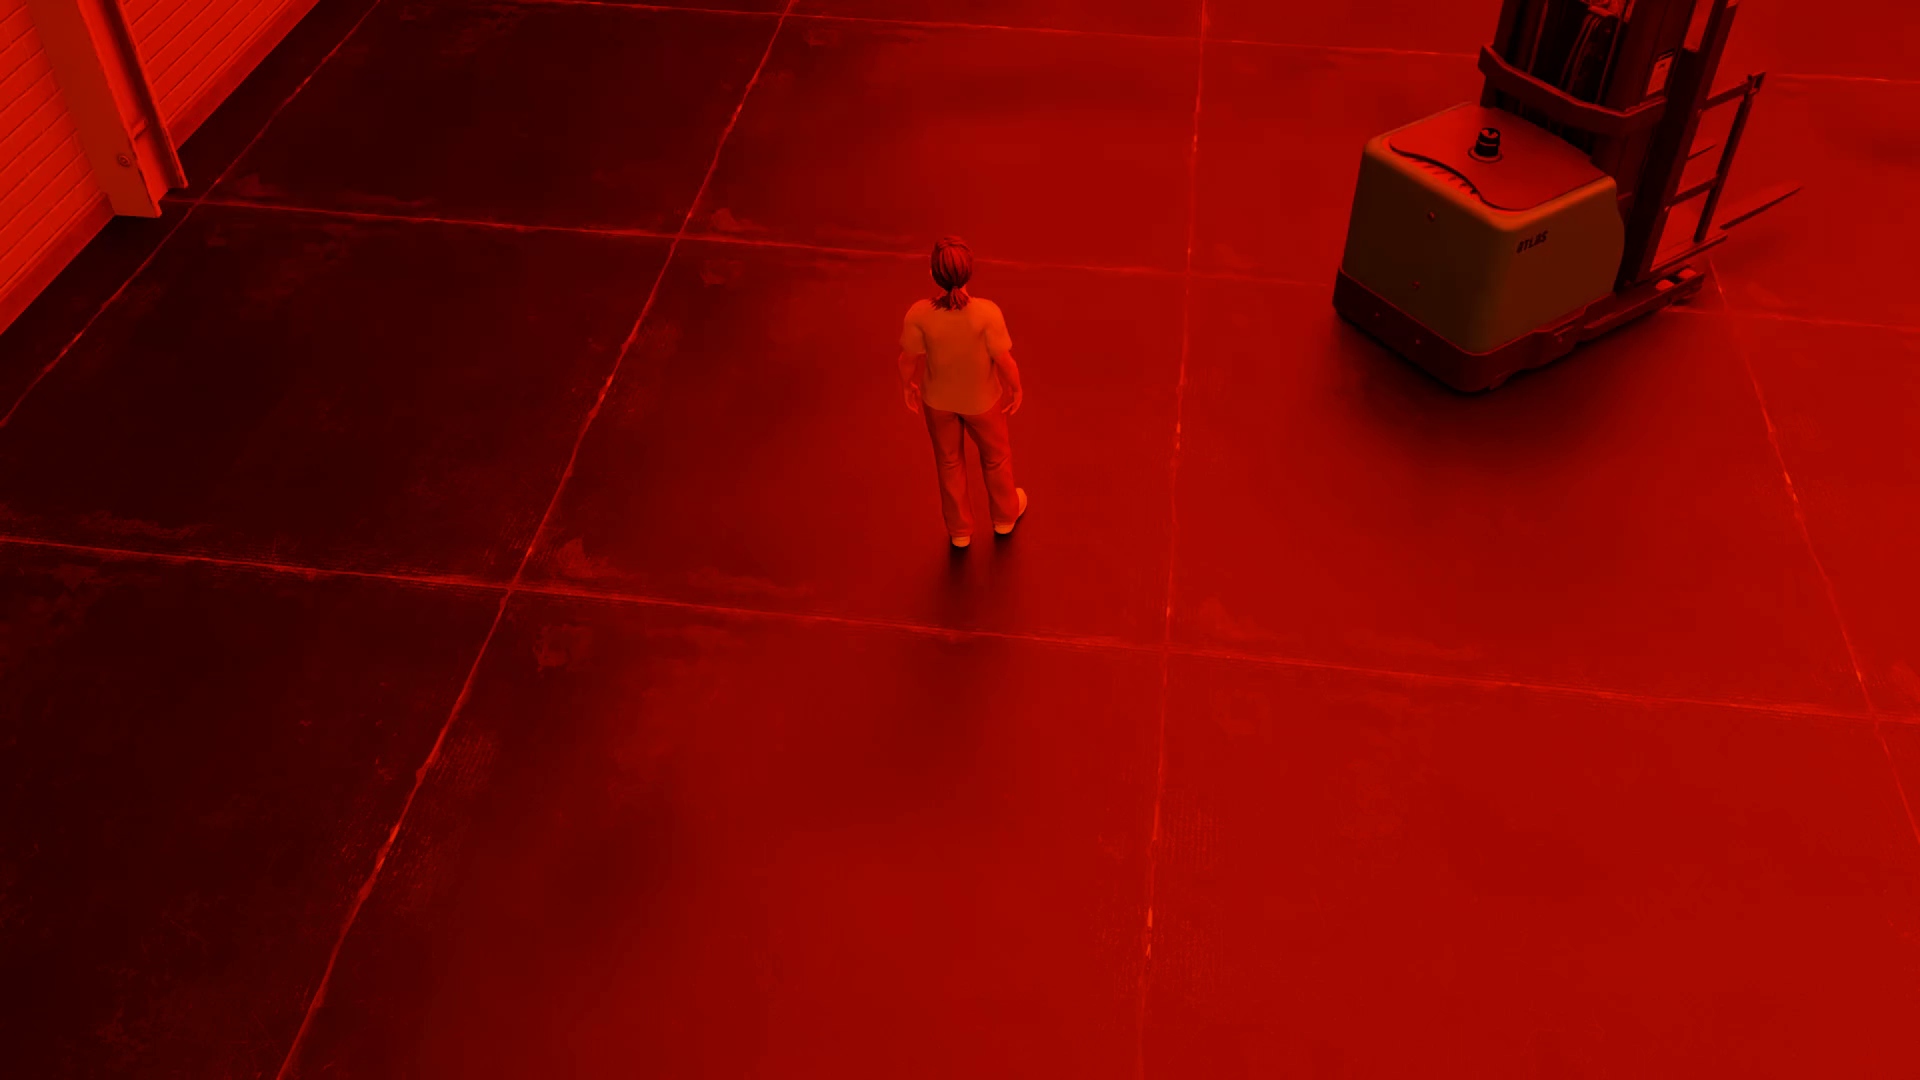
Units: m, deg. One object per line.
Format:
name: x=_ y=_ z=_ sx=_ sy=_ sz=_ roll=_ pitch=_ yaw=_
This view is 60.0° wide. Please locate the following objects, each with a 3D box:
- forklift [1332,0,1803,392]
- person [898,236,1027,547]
forklift: x=3.565 y=-2.634 z=8.592 sx=3.031 sy=2.935 sz=1.130 roll=-25 pitch=48 yaw=-25
person: x=0.022 y=-0.671 z=7.371 sx=0.553 sy=1.675 sz=0.549 roll=5 pitch=43 yaw=6
